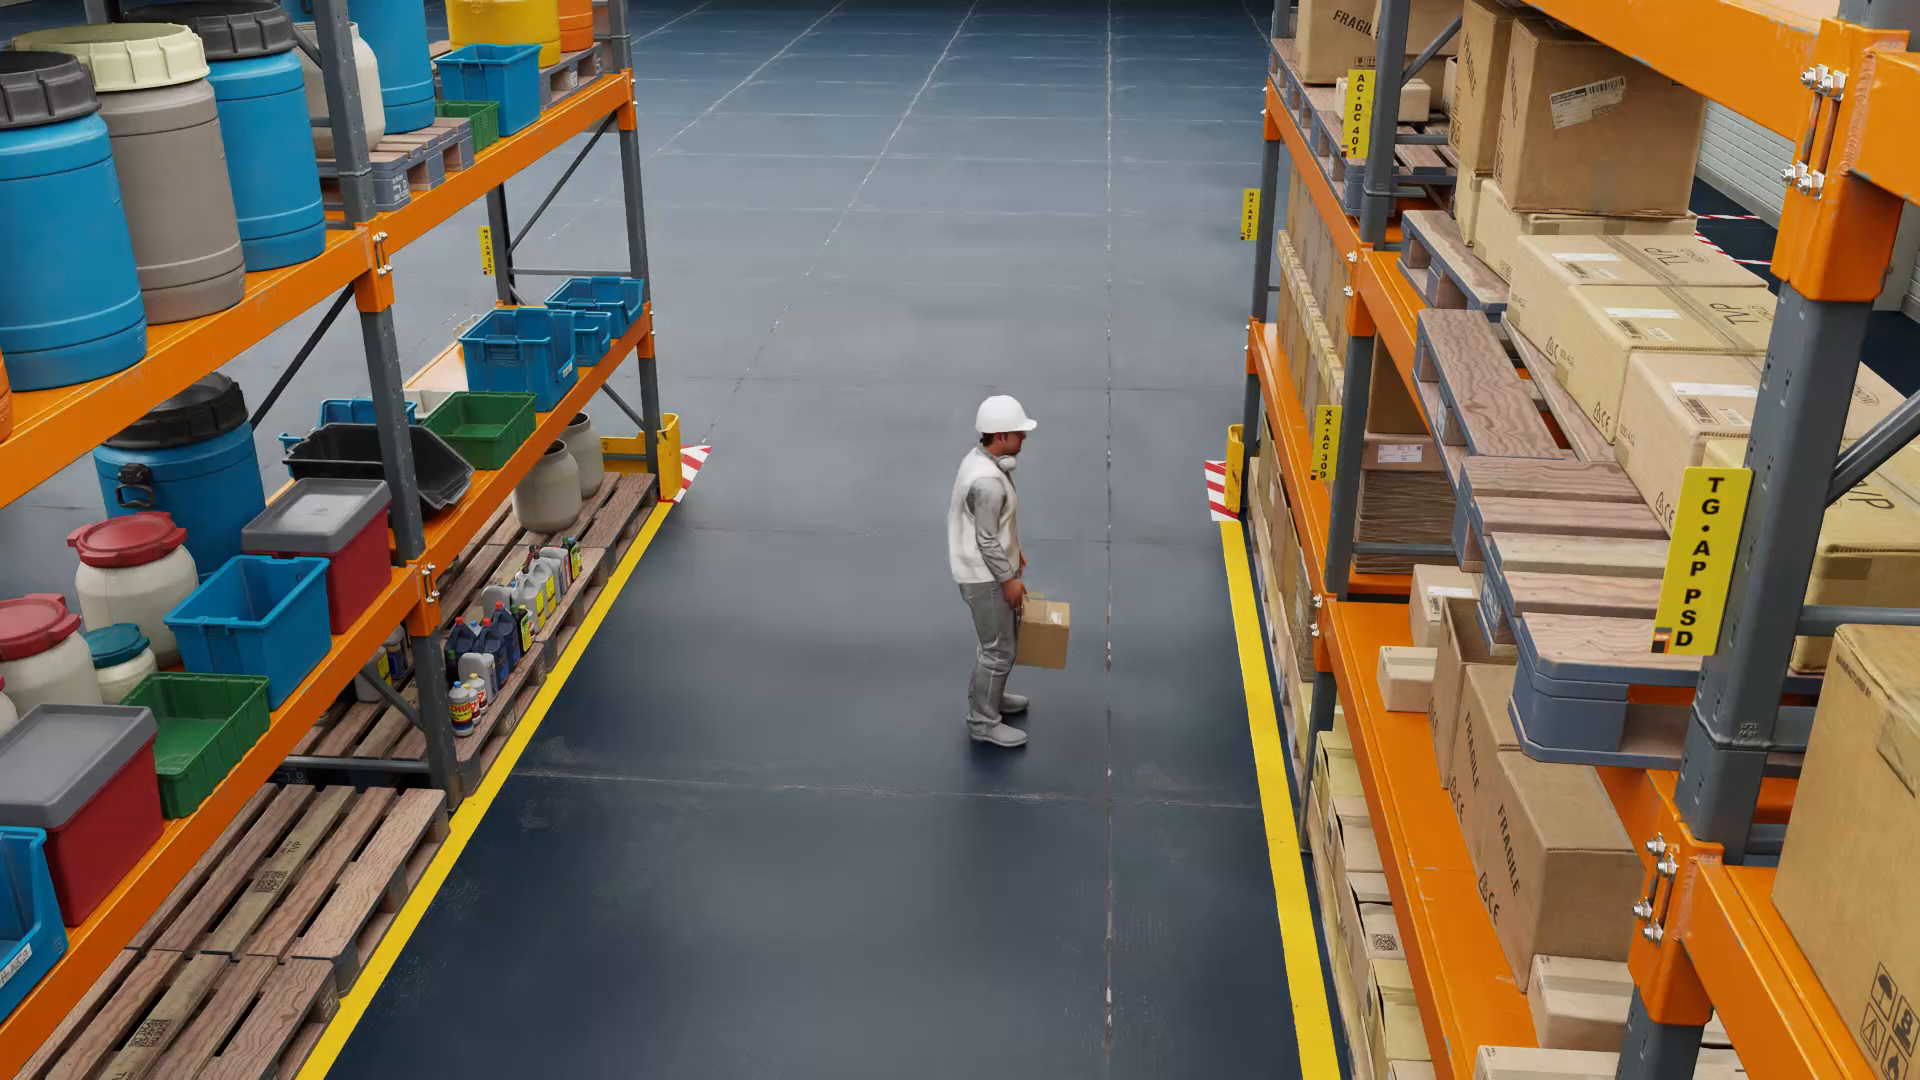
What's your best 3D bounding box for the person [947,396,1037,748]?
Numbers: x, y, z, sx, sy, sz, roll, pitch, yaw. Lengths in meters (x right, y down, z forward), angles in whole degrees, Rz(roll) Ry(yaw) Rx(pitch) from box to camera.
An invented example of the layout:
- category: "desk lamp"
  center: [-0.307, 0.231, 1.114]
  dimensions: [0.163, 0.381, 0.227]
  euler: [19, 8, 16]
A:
- category: "person"
  center: [0.153, 0.132, 8.275]
  dimensions: [0.430, 1.776, 0.560]
  euler: [1, 24, 3]
